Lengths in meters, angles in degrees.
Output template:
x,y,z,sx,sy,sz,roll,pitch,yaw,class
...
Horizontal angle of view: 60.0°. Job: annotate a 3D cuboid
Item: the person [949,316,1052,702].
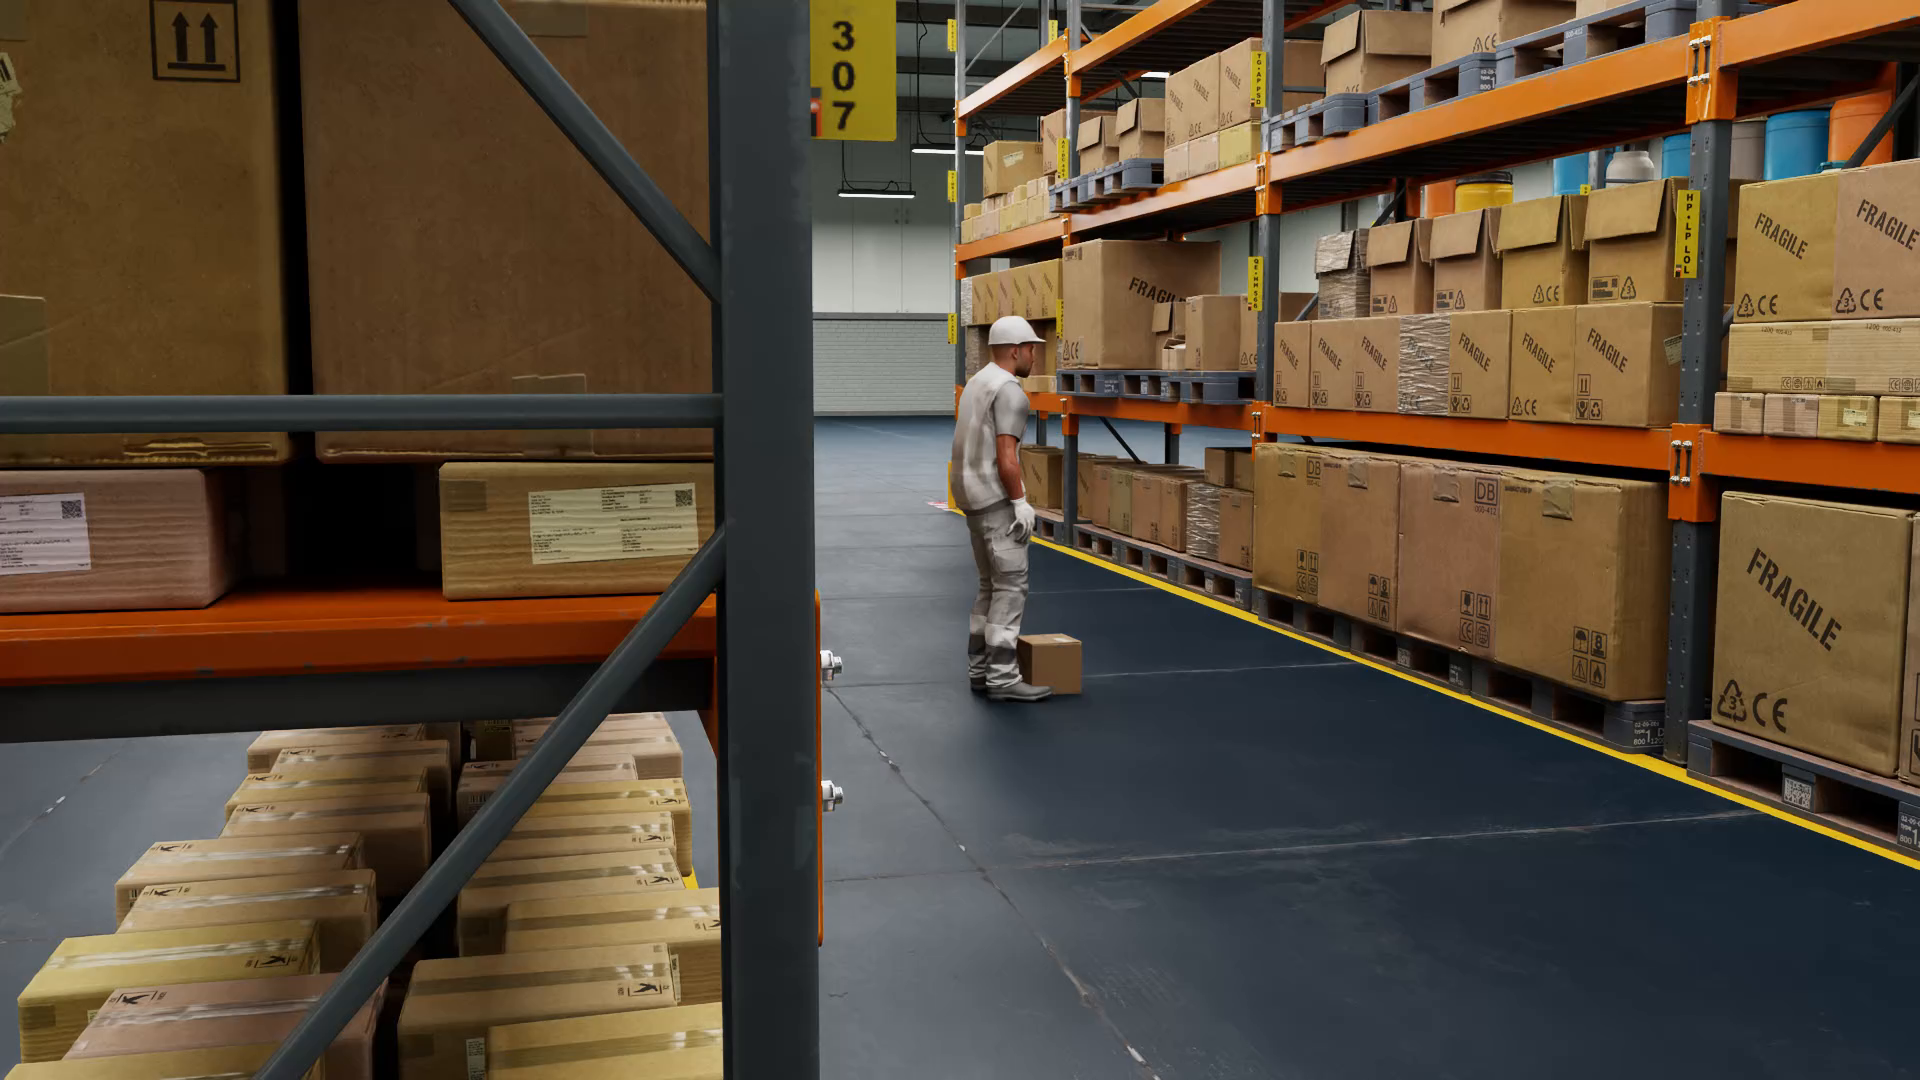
x,y,z,sx,sy,sz,roll,pitch,yaw,class
0.195,-0.158,7.823,0.451,1.778,0.611,-2,6,-17,person
